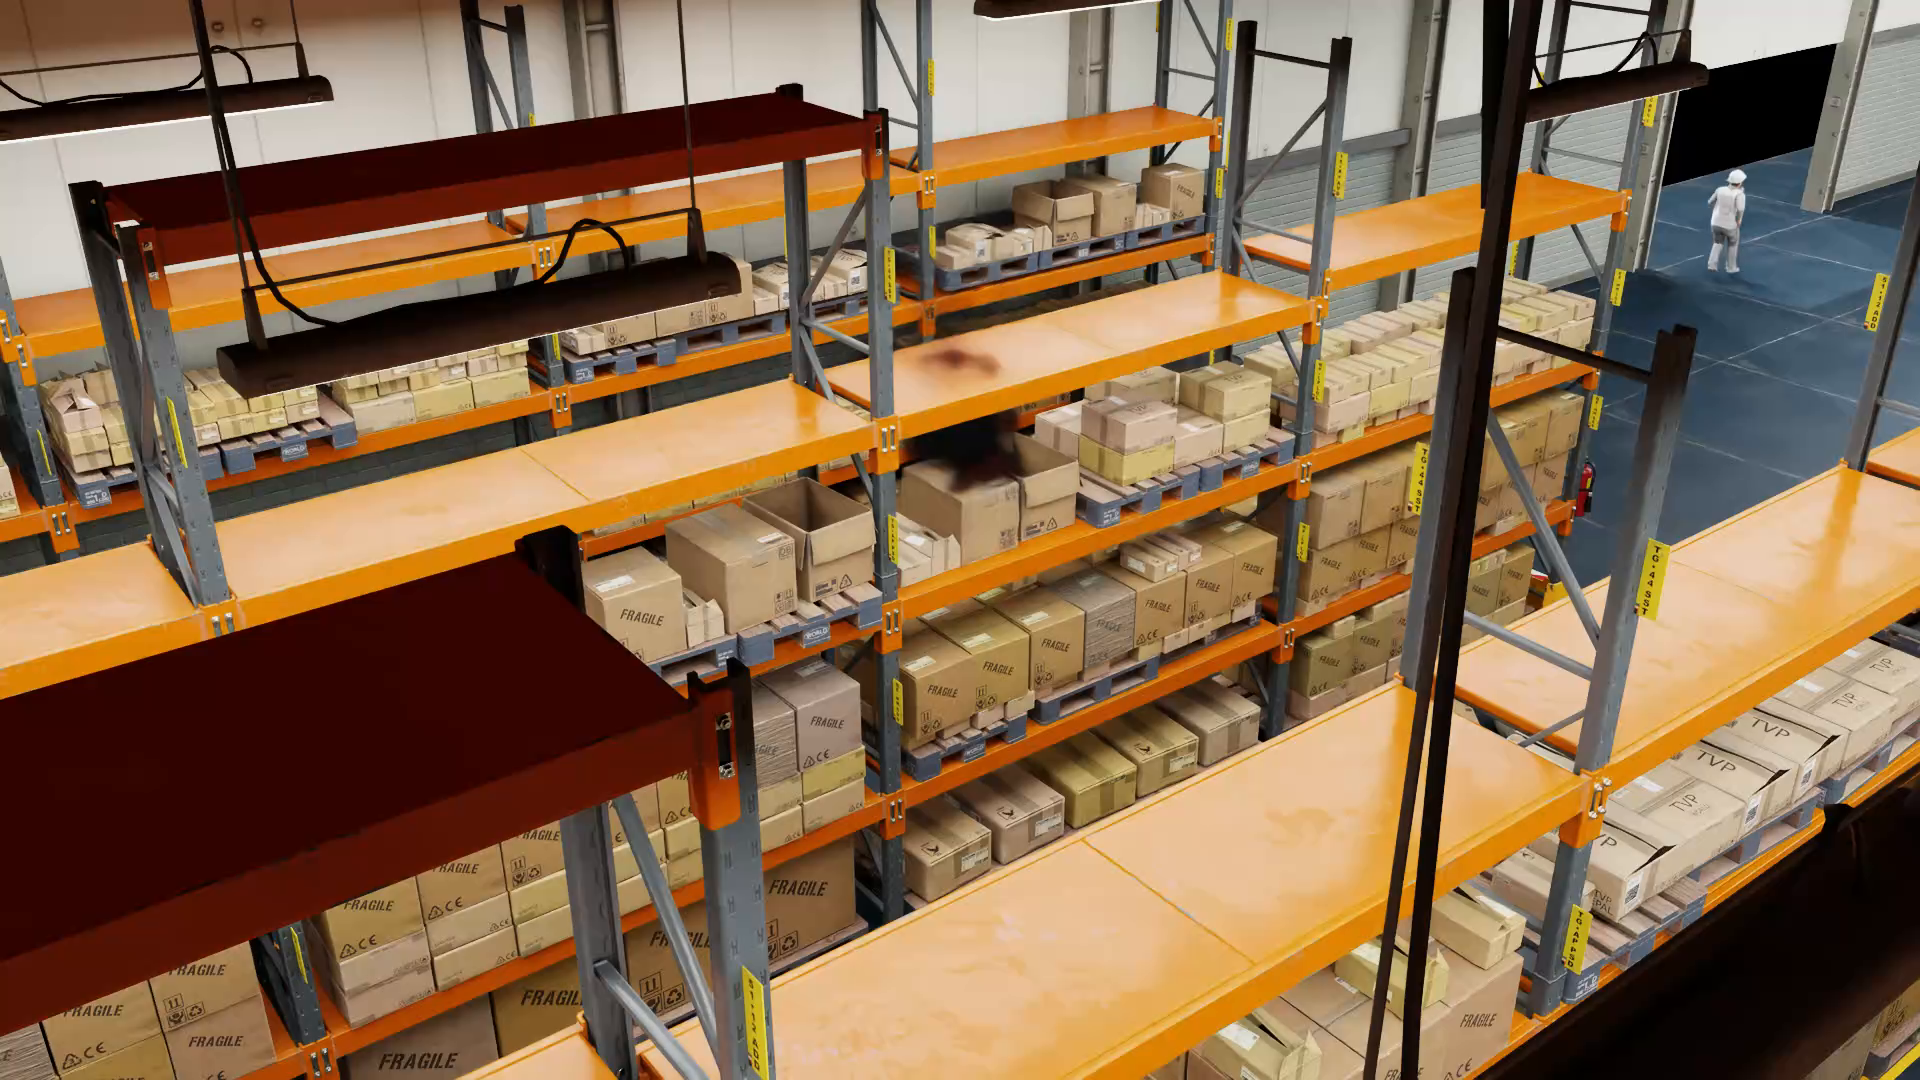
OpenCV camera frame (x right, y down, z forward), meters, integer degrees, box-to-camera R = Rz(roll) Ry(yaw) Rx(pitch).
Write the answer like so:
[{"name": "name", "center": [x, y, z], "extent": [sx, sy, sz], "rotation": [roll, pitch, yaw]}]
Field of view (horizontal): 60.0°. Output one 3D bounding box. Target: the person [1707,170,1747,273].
[{"name": "person", "center": [12.223, -5.060, 26.399], "extent": [0.893, 1.711, 0.673], "rotation": [-22, 34, -38]}]
